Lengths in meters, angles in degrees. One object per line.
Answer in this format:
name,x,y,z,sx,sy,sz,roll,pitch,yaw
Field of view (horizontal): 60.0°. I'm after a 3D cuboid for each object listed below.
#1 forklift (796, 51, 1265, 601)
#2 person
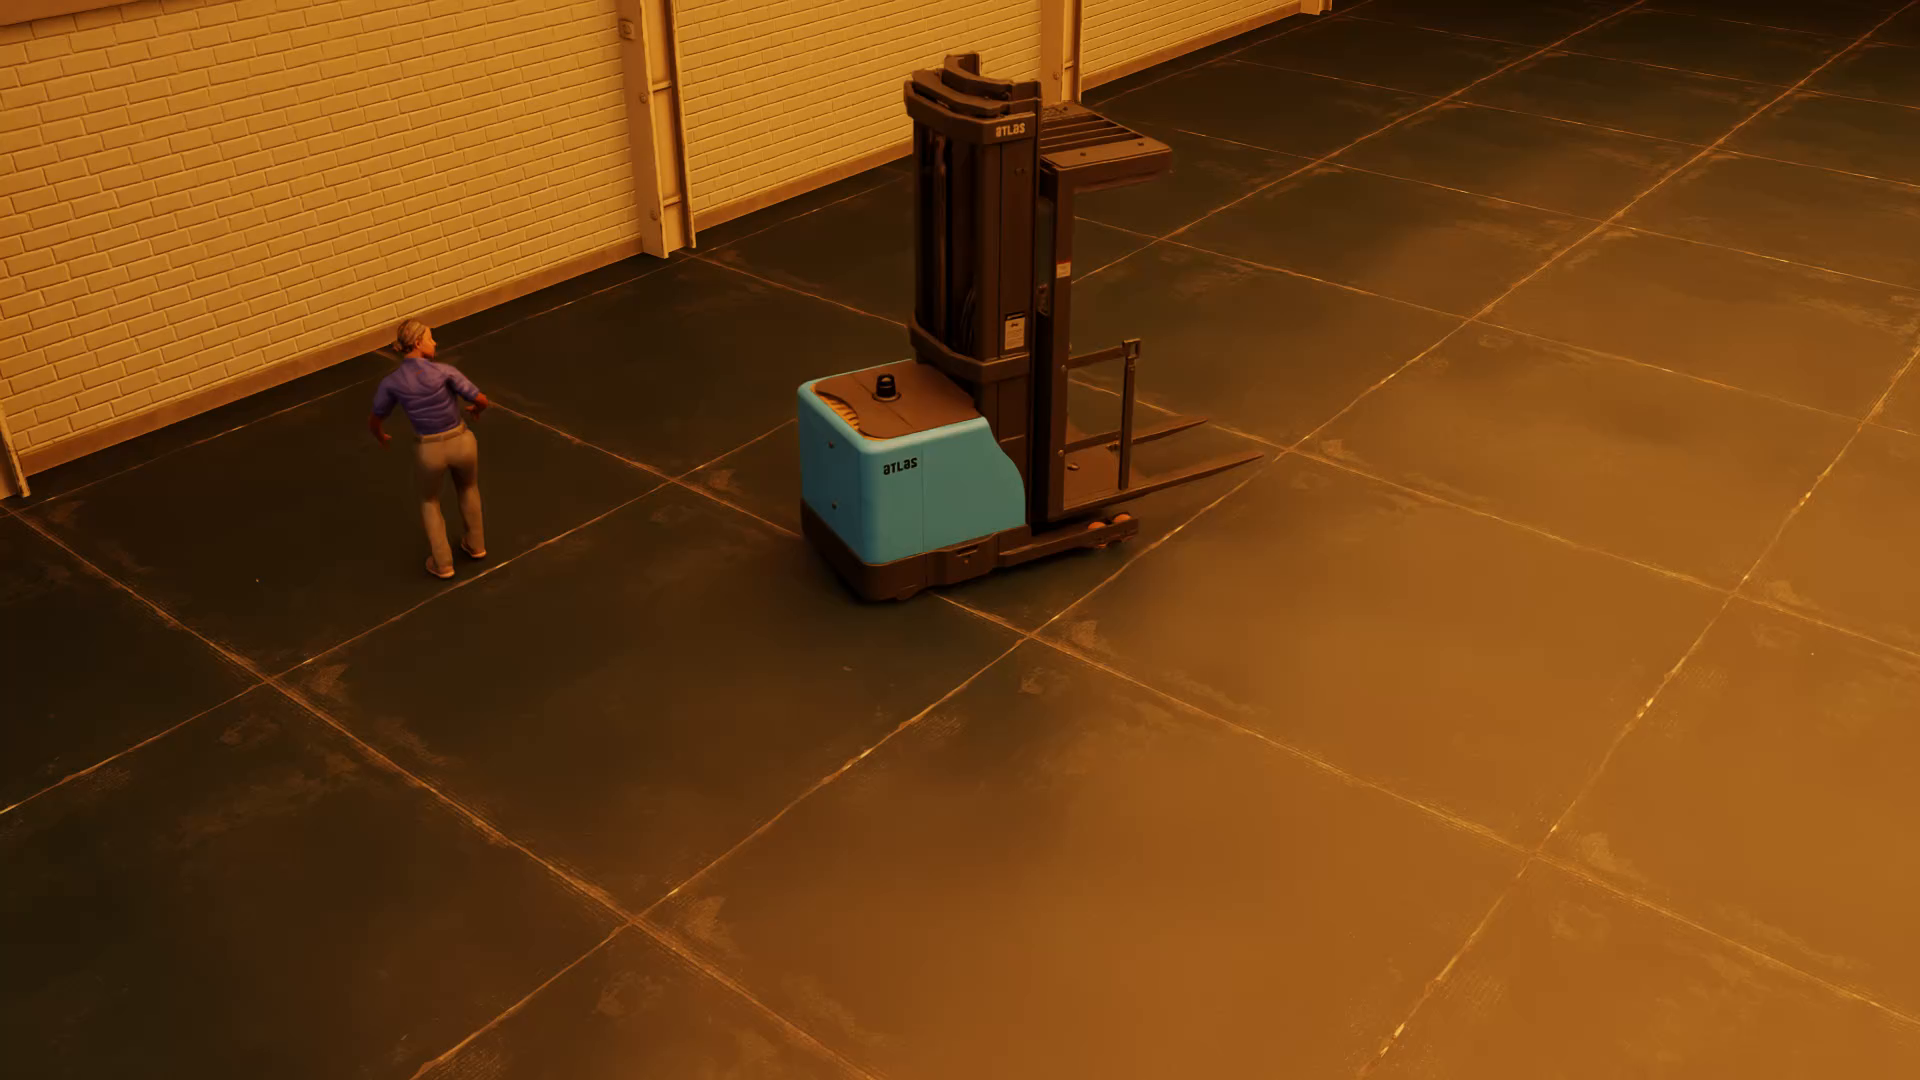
forklift,0.543,-1.428,10.038,3.031,2.935,1.130,-15,34,-25
person,-3.121,-0.550,9.879,0.678,1.609,0.471,-10,32,-16
